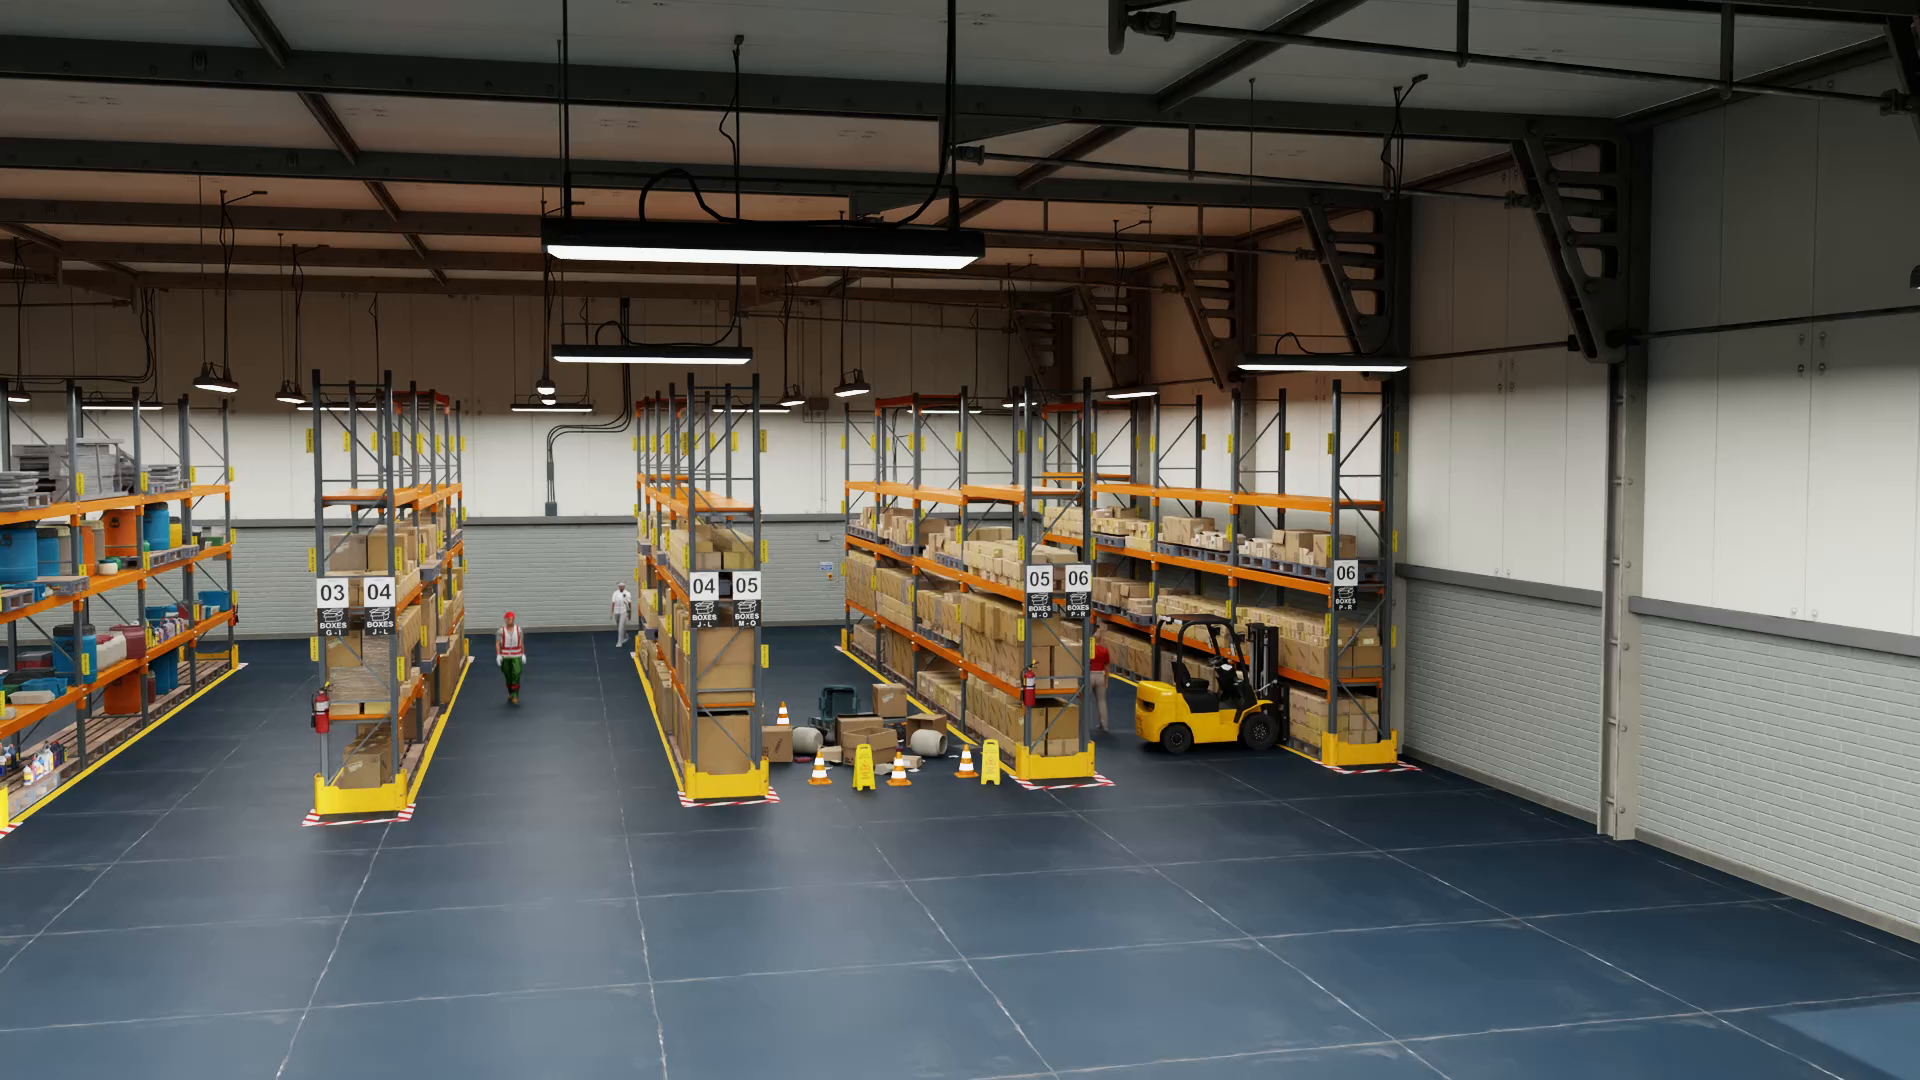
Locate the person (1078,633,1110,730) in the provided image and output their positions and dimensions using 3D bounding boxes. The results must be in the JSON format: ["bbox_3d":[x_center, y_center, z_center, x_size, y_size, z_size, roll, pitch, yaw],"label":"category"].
[{"bbox_3d":[2.322,2.473,29.121,0.641,1.706,0.795,-1,3,-17],"label":"person"}]

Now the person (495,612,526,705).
[{"bbox_3d":[-8.689,2.254,32.019,0.528,1.727,0.988,0,3,-5],"label":"person"}]

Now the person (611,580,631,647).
[{"bbox_3d":[-8.350,1.798,41.049,0.437,1.618,0.973,1,3,14],"label":"person"}]
